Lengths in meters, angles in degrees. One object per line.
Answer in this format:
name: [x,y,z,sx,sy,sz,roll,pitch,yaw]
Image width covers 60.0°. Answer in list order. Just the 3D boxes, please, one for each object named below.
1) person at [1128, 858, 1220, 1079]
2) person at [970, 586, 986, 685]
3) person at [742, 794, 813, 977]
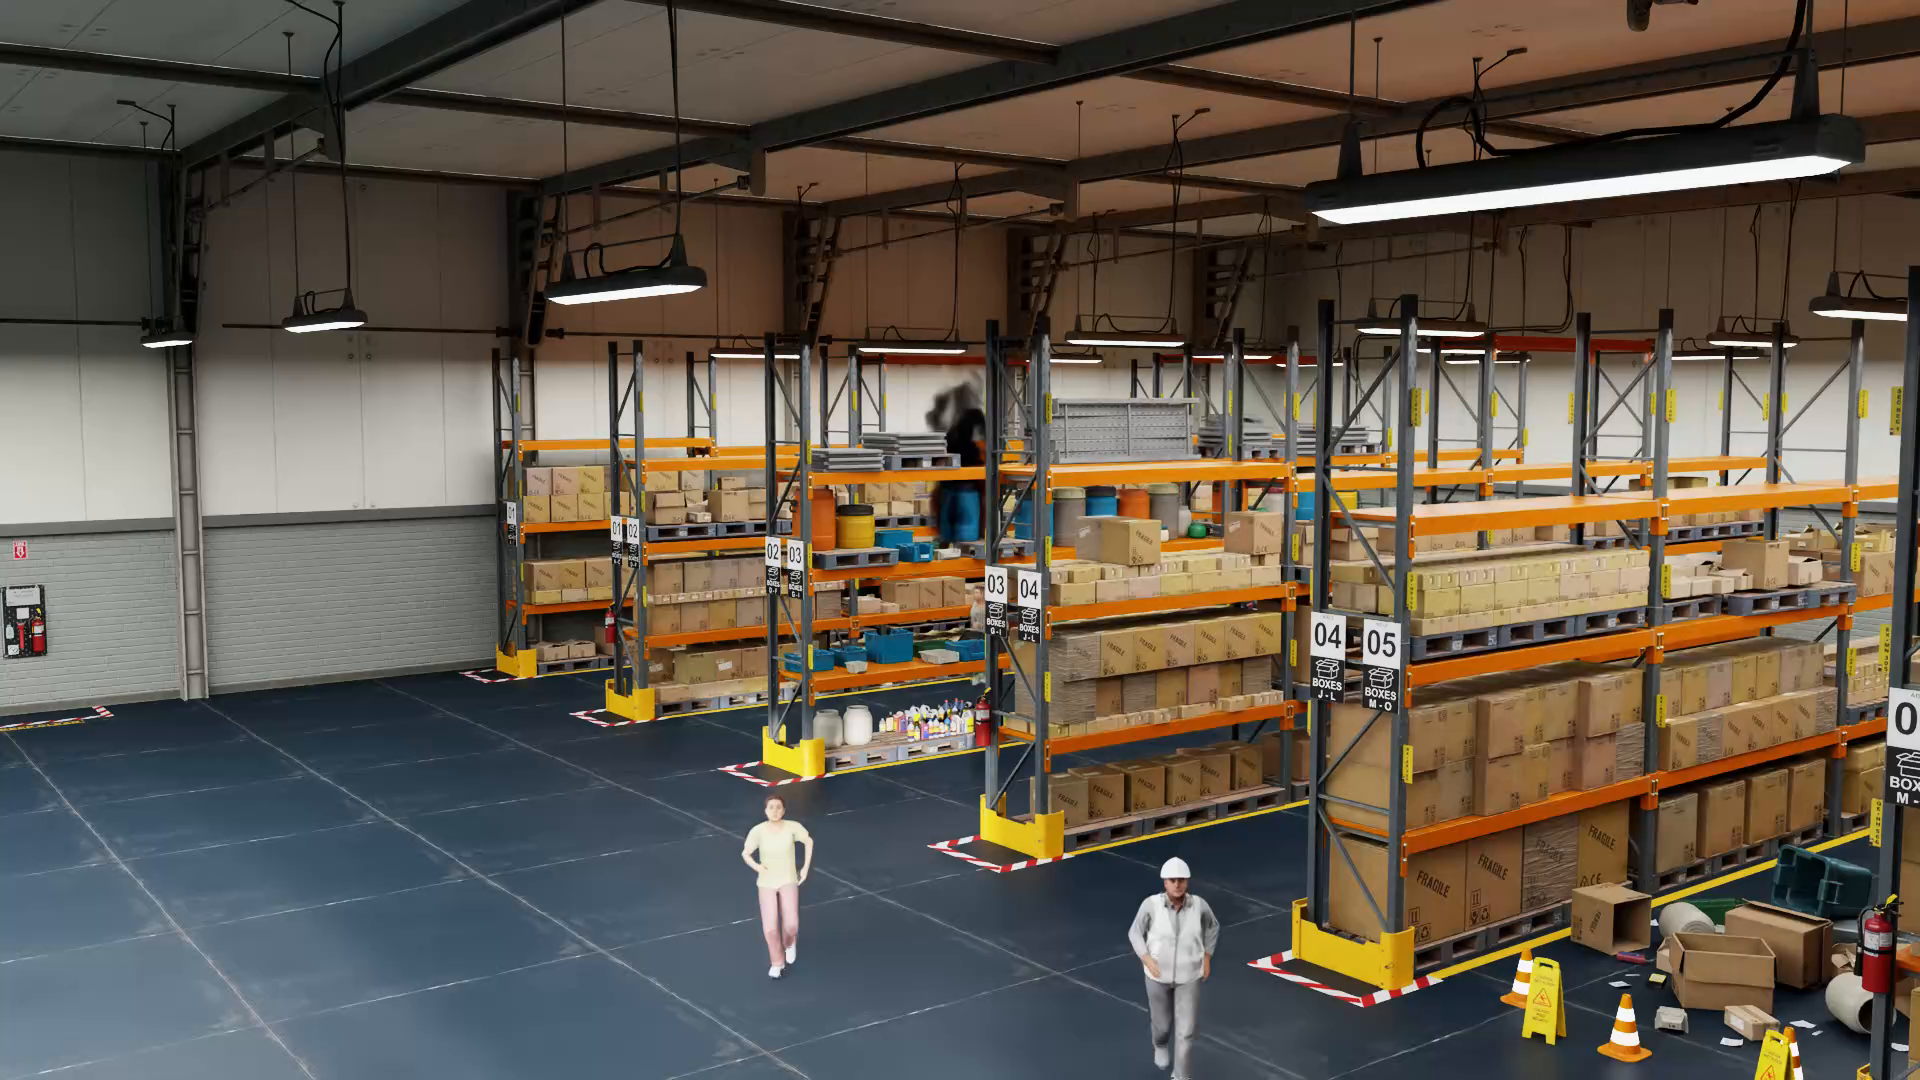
person: [1.581,3.207,12.282,0.679,1.783,0.895,0,5,5]
person: [0.330,1.620,27.960,0.569,1.697,0.641,5,7,42]
person: [-1.610,3.057,14.685,0.627,1.640,0.525,-1,5,-6]
